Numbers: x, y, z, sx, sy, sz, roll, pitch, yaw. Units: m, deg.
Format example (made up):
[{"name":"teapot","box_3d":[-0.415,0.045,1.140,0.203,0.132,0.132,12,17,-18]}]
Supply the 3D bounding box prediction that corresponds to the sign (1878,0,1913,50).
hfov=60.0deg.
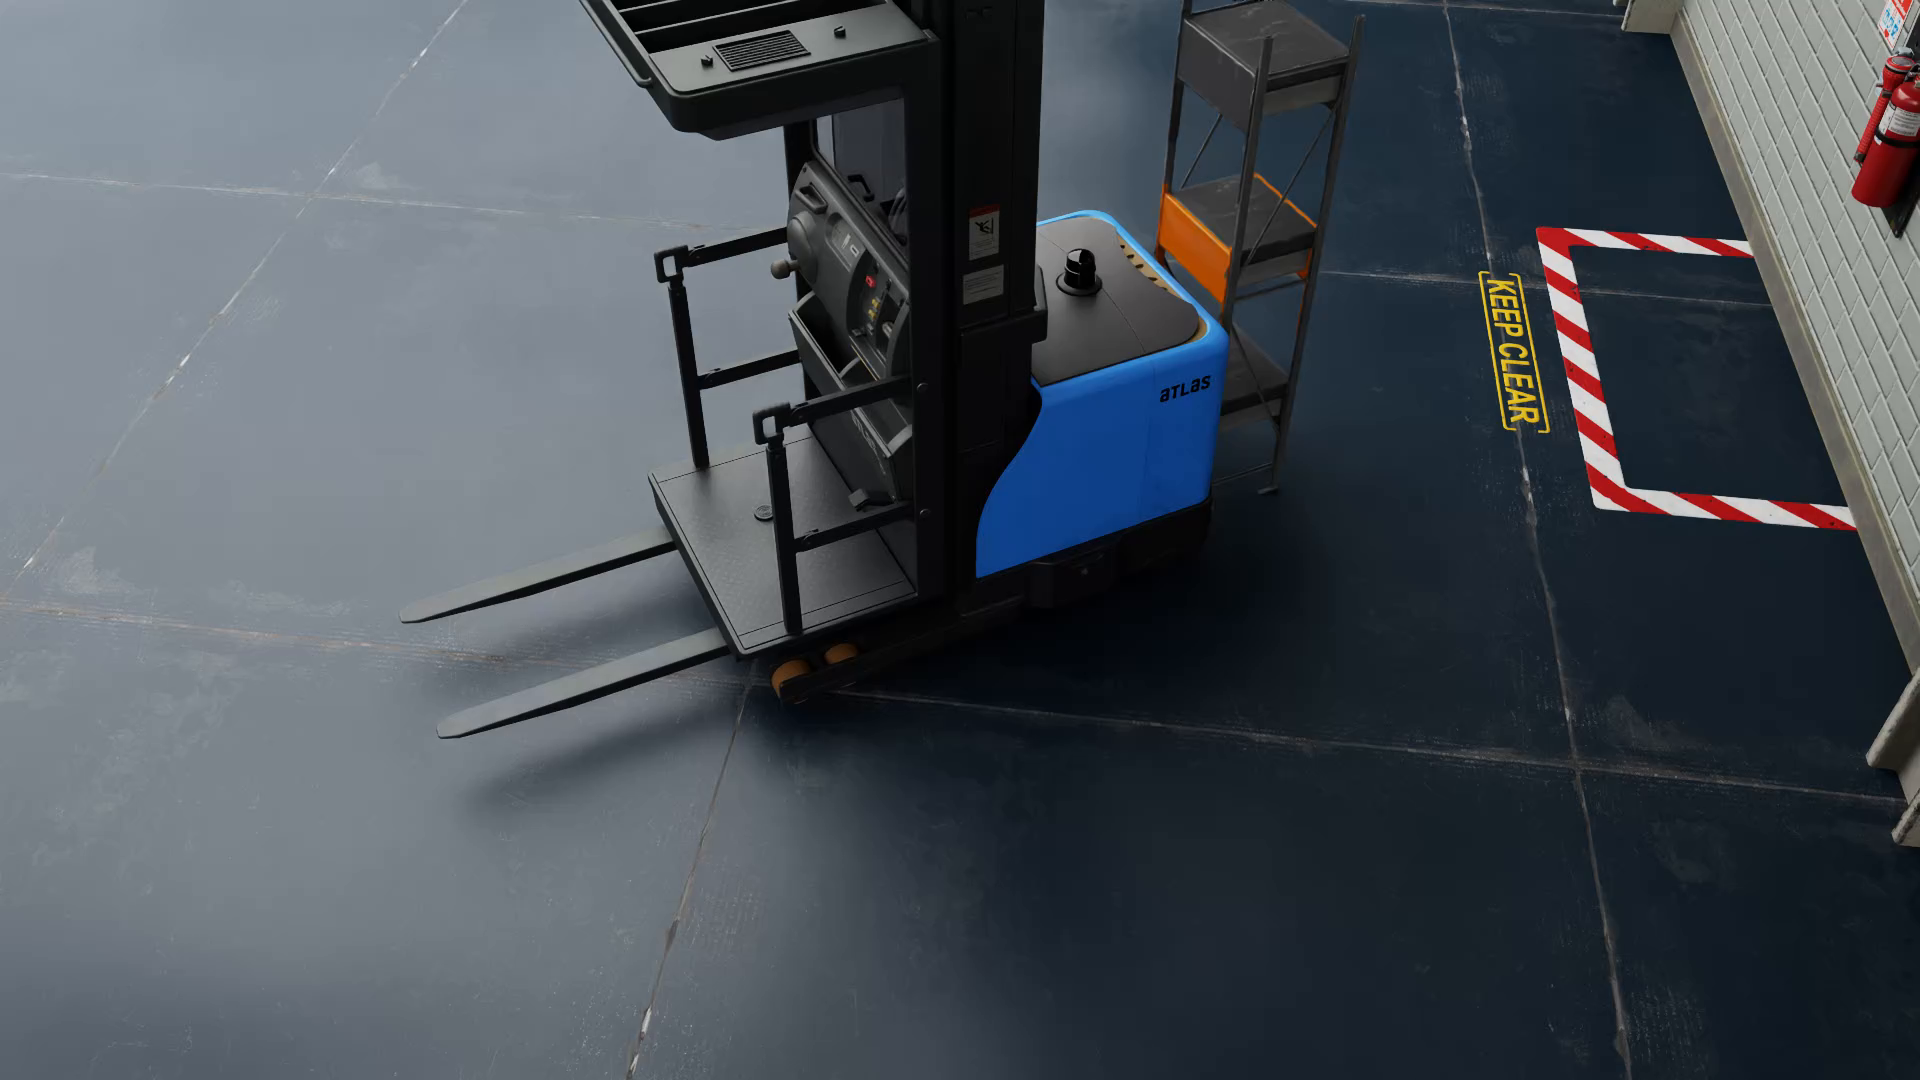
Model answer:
[{"name":"sign","box_3d":[3.902,-2.237,6.904,0.001,0.329,0.234,5,44,6]}]

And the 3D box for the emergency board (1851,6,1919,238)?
[{"name":"emergency board","box_3d":[3.727,-1.856,6.529,0.194,1.169,0.643,5,44,6]}]

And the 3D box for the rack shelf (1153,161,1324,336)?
[{"name":"rack shelf","box_3d":[1.052,-1.067,6.366,0.431,0.518,0.480,-18,46,-19]}]

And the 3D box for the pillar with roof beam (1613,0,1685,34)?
[{"name":"pillar with roof beam","box_3d":[-0.112,-6.834,7.423,9.100,9.000,0.400,5,44,6]}]

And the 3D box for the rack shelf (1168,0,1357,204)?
[{"name":"rack shelf","box_3d":[1.059,-1.578,5.887,0.431,0.518,0.480,-18,46,-19]}]

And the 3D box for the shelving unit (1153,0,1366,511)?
[{"name":"shelving unit","box_3d":[1.052,-1.077,6.356,0.431,2.100,0.503,-18,46,-19]}]

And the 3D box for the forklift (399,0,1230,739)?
[{"name":"forklift","box_3d":[-0.566,-0.878,5.546,3.031,2.935,1.130,-18,46,-18]}]

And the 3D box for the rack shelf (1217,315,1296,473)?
[{"name":"rack shelf","box_3d":[1.045,-0.556,6.844,0.431,0.518,0.480,-18,46,-19]}]

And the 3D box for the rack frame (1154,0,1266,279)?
[{"name":"rack frame","box_3d":[0.946,-1.228,6.516,0.400,2.100,0.015,-18,46,-19]}]

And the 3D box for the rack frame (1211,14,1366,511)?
[{"name":"rack frame","box_3d":[1.158,-0.926,6.197,0.400,2.100,0.015,-18,46,-19]}]
